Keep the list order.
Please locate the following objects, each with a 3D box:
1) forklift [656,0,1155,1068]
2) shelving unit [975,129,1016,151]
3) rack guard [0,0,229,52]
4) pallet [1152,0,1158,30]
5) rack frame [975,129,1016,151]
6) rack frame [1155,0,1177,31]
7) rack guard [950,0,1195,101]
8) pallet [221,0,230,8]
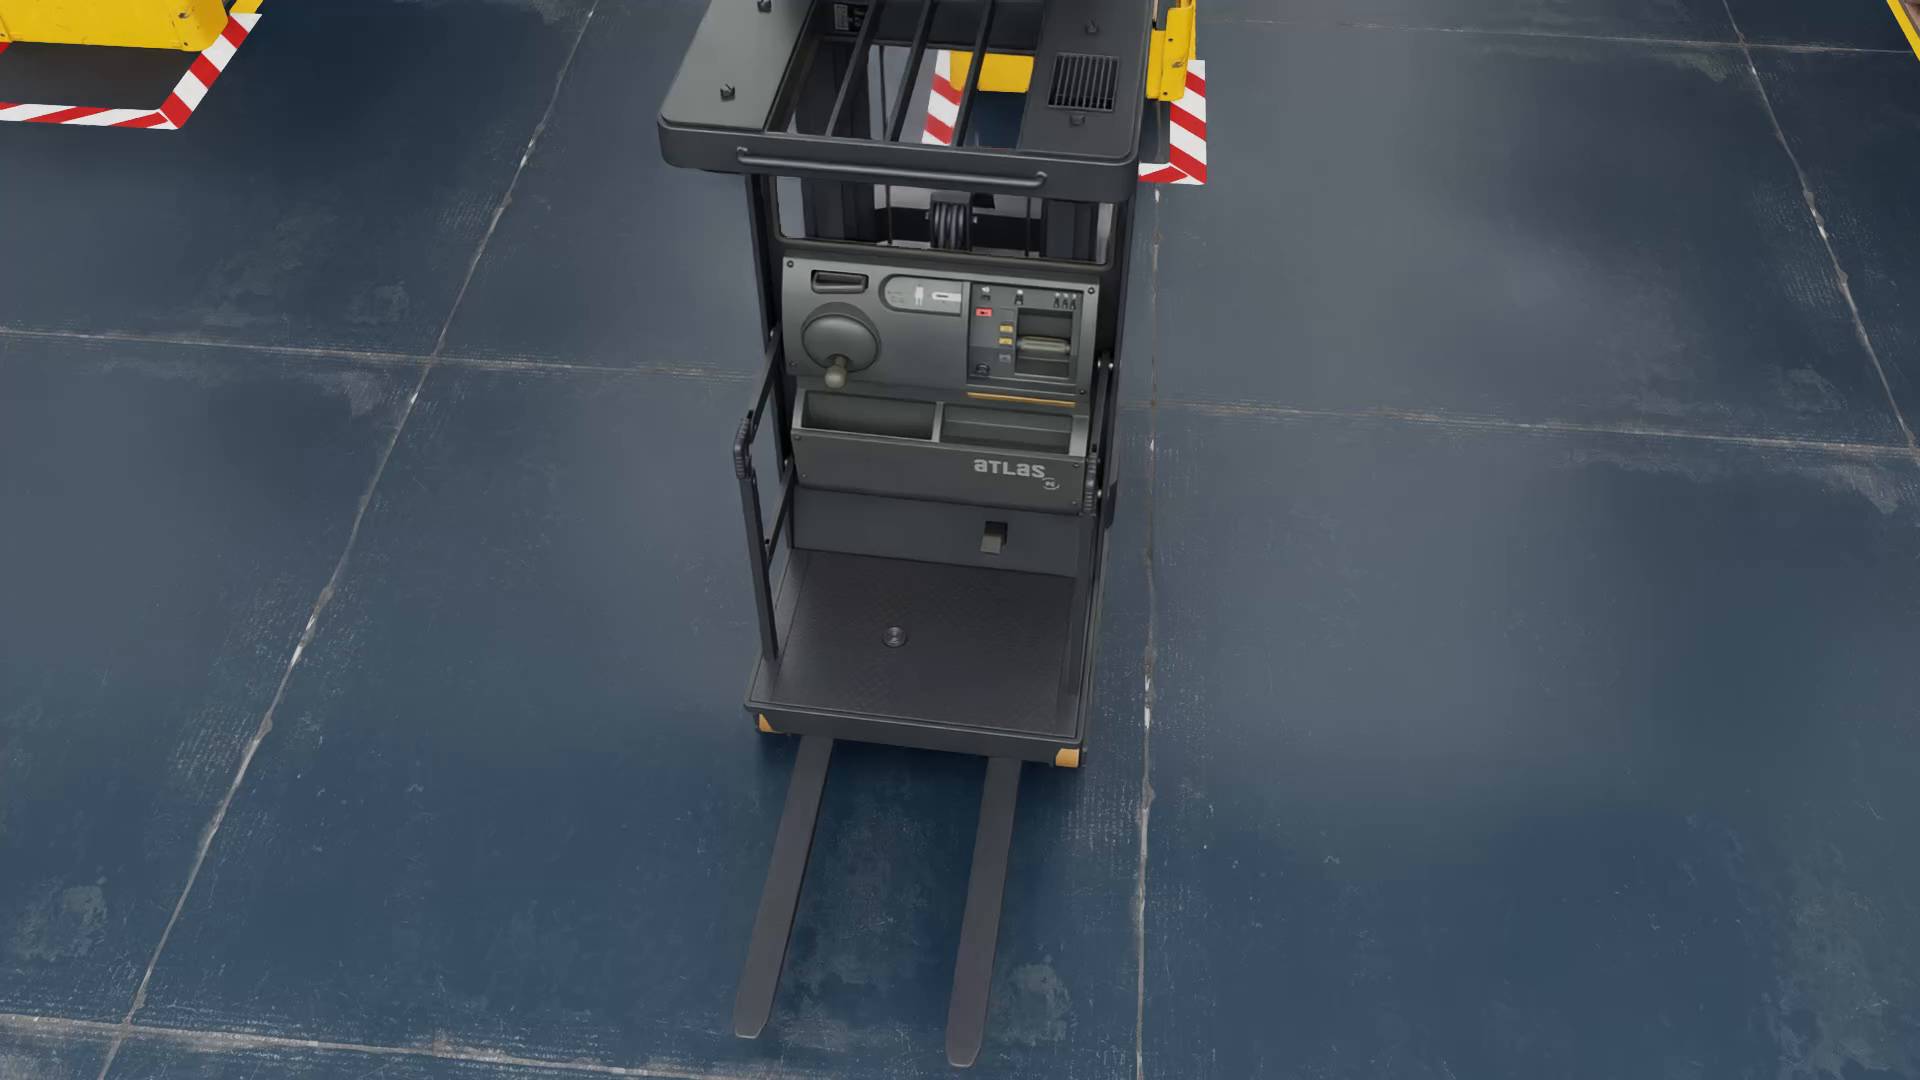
[{"bbox_3d":[-0.090,-0.516,4.736,1.130,2.935,3.031,6,48,5],"label":"forklift"},{"bbox_3d":[0.138,-1.083,6.529,0.215,1.050,0.252,6,48,5],"label":"shelving unit"},{"bbox_3d":[-4.436,-2.841,8.510,1.175,0.500,0.348,4,48,4],"label":"rack guard"},{"bbox_3d":[0.652,-3.002,8.853,1.003,0.211,1.213,4,48,4],"label":"pallet"},{"bbox_3d":[0.155,-1.172,6.611,0.200,1.050,0.008,6,48,5],"label":"rack frame"},{"bbox_3d":[0.536,-3.293,7.229,1.000,3.000,0.127,4,48,4],"label":"rack frame"},{"bbox_3d":[0.543,-2.505,8.202,1.175,0.500,0.348,4,48,4],"label":"rack guard"},{"bbox_3d":[-4.357,-3.340,9.162,1.003,0.211,1.213,4,48,4],"label":"pallet"}]
